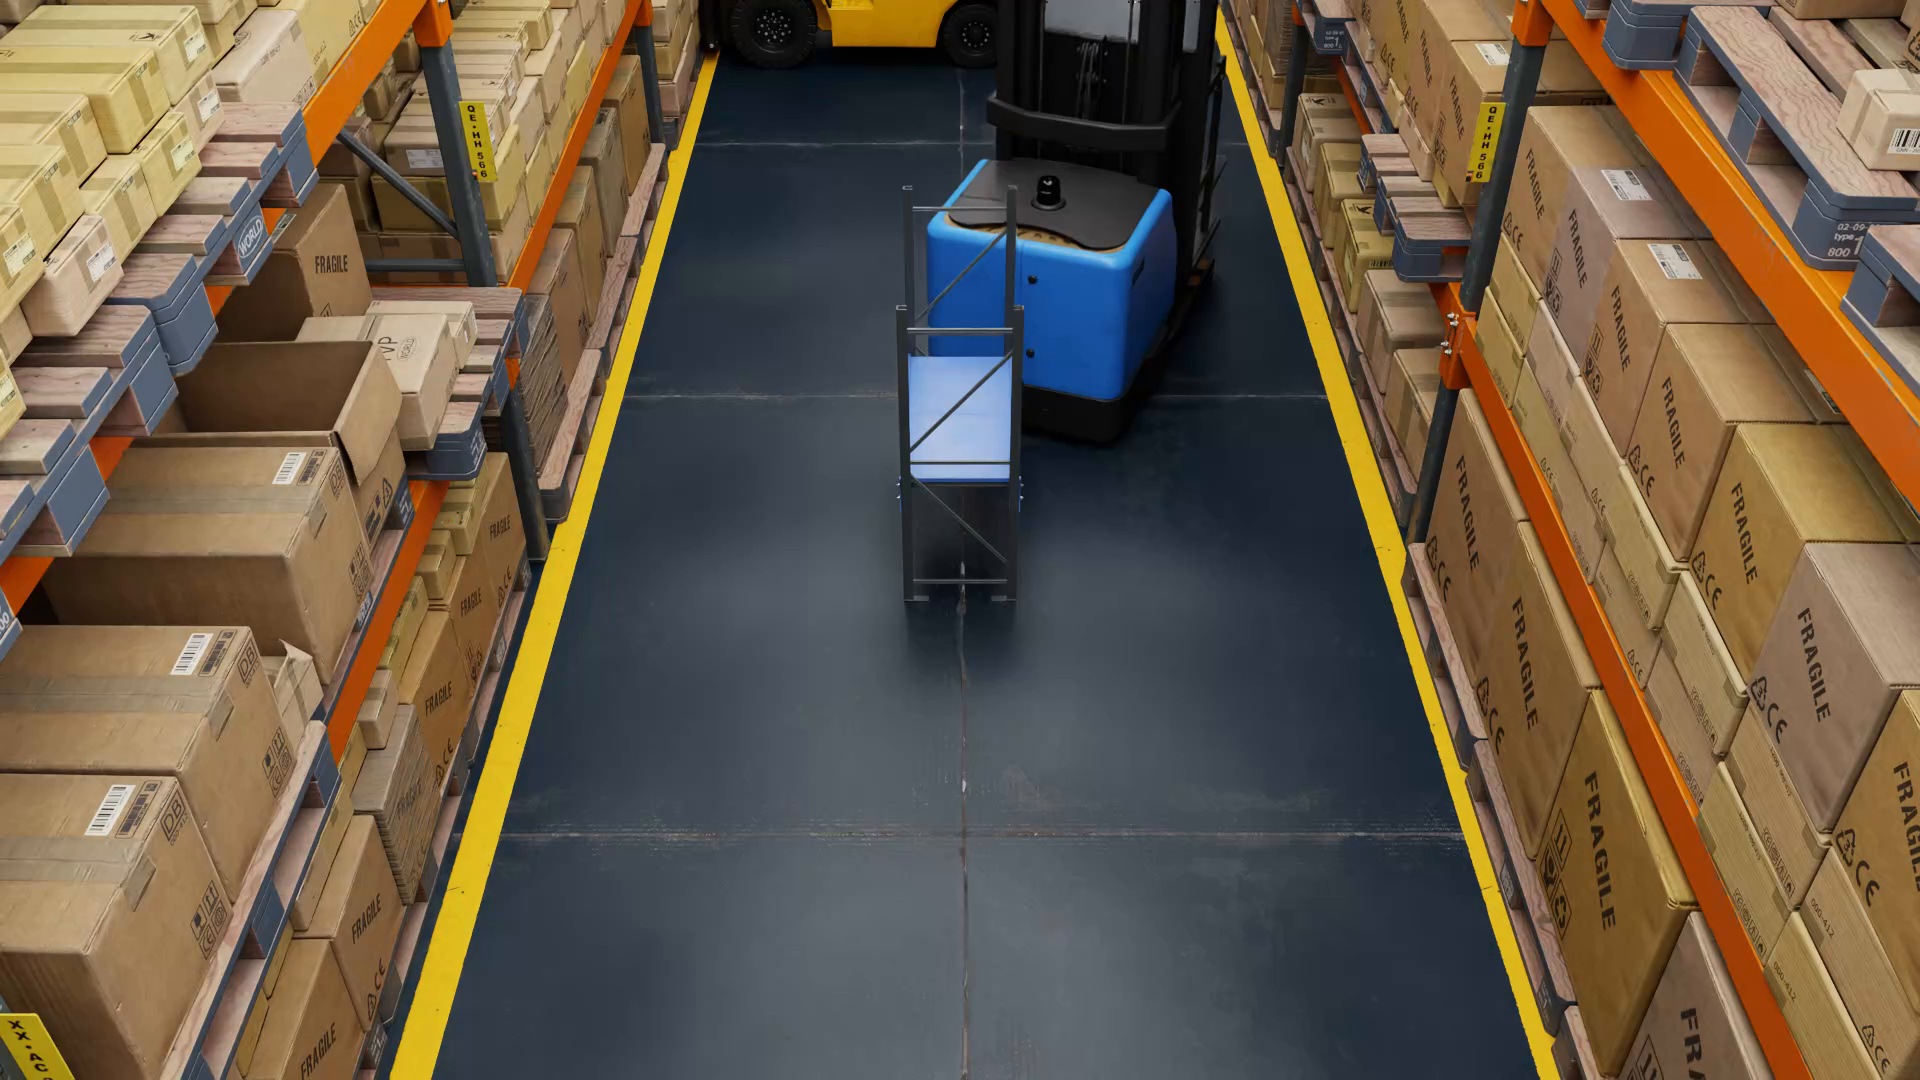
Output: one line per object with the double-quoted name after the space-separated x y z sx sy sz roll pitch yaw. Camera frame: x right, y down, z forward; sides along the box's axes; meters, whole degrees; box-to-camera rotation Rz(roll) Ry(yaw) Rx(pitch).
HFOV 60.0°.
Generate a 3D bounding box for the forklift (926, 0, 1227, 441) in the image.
0.818 -2.558 8.599 1.130 2.935 3.031 13 41 16 "forklift"

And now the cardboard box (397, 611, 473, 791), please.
-2.190 0.611 6.253 0.500 0.500 0.500 2 39 2 "cardboard box"

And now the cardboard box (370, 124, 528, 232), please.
-2.130 -1.520 6.968 0.500 0.250 0.500 0 39 0 "cardboard box"

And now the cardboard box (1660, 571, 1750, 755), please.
2.311 0.341 4.646 0.500 0.250 0.500 1 39 1 "cardboard box"

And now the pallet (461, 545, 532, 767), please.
-2.436 0.450 7.020 1.003 0.211 1.213 0 39 0 "pallet"

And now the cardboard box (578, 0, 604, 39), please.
-2.145 -2.795 8.560 0.500 0.250 0.500 1 39 1 "cardboard box"

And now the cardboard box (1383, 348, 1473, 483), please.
2.574 -0.603 7.870 0.950 0.372 0.625 -2 39 -3 "cardboard box"

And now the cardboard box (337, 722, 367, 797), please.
-2.222 0.744 5.567 0.380 0.149 0.250 0 39 0 "cardboard box"

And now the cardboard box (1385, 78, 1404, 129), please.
2.205 -2.037 7.758 0.380 0.149 0.250 1 39 1 "cardboard box"

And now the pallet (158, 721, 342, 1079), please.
-2.286 0.971 4.293 1.003 0.211 1.213 0 39 0 "pallet"

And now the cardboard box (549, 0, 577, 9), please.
-2.072 -2.721 8.148 0.380 0.149 0.250 -1 39 -1 "cardboard box"

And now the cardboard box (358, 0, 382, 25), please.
-2.155 -1.897 5.440 0.500 0.250 0.500 -1 39 -2 "cardboard box"

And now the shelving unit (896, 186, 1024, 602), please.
0.000 -0.639 7.348 0.538 1.500 1.048 0 39 0 "shelving unit"

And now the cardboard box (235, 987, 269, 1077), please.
-2.218 1.396 4.754 0.380 0.149 0.250 -2 39 -2 "cardboard box"

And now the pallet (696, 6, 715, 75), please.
-2.367 -3.781 12.299 1.003 0.211 1.213 0 39 0 "pallet"

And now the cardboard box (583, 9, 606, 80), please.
-2.165 -2.609 8.726 0.500 0.250 0.500 0 39 0 "cardboard box"

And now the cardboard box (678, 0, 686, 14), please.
-2.081 -3.711 11.045 0.500 0.250 0.500 0 39 0 "cardboard box"

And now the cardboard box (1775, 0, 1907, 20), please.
2.756 -1.866 4.865 0.700 0.500 0.500 -2 39 -2 "cardboard box"

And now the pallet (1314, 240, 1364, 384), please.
2.567 -1.273 9.170 1.003 0.211 1.213 0 39 0 "pallet"

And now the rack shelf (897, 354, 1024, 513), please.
0.000 -0.498 7.460 0.538 0.185 1.000 0 39 0 "rack shelf"

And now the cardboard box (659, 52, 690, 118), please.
-2.073 -3.001 10.959 0.500 0.250 0.500 0 39 0 "cardboard box"

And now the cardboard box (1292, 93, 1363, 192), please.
2.563 -2.423 10.141 0.950 0.372 0.625 0 39 1 "cardboard box"

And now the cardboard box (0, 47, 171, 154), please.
-2.026 -0.988 3.733 0.380 0.149 0.250 0 39 0 "cardboard box"

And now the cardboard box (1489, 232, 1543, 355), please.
2.318 -0.931 6.233 0.500 0.250 0.500 0 39 0 "cardboard box"

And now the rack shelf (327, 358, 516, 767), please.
-2.397 0.426 5.395 1.077 0.370 4.000 0 39 0 "rack shelf"

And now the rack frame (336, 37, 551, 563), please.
-2.399 -1.106 6.731 1.000 3.000 0.127 0 39 0 "rack frame"

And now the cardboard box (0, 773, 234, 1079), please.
-2.171 0.890 3.825 0.700 0.500 0.500 1 39 1 "cardboard box"

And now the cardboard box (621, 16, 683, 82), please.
-2.095 -3.196 10.802 0.500 0.250 0.500 0 39 0 "cardboard box"

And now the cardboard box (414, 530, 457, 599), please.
-2.157 0.097 6.375 0.380 0.149 0.250 -1 39 -2 "cardboard box"

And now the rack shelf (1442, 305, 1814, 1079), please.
2.567 0.420 5.403 1.077 0.370 4.000 0 39 0 "rack shelf"

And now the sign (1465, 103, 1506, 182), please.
2.022 -1.526 6.393 0.100 0.325 0.005 0 39 0 "sign"

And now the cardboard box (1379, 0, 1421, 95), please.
2.273 -2.353 7.634 0.500 0.500 0.500 -3 39 -3 "cardboard box"

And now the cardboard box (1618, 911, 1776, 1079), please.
2.489 1.667 4.634 0.875 0.875 0.875 1 39 1 "cardboard box"

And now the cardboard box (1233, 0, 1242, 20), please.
2.286 -4.040 12.256 0.500 0.250 0.500 2 39 3 "cardboard box"

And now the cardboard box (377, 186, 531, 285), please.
-2.155 -1.325 7.124 0.500 0.250 0.500 0 39 0 "cardboard box"

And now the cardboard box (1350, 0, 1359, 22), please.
2.272 -2.839 8.759 0.380 0.149 0.250 1 39 1 "cardboard box"

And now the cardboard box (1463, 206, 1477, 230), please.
2.329 -1.382 6.941 0.380 0.149 0.250 1 39 2 "cardboard box"

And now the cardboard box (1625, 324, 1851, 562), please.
2.313 -0.283 4.825 0.500 0.500 0.500 1 39 1 "cardboard box"

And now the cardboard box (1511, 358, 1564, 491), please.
2.332 -0.426 6.002 0.500 0.250 0.500 -1 39 -1 "cardboard box"

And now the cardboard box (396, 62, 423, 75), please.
-2.677 -2.156 7.762 0.500 0.250 0.500 0 39 0 "cardboard box"

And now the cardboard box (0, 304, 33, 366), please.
-2.061 -0.387 3.221 0.380 0.149 0.250 0 39 0 "cardboard box"

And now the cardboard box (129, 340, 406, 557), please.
-2.212 -0.289 5.294 0.797 0.503 0.637 -1 39 -1 "cardboard box"

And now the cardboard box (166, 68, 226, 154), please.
-2.024 -1.028 4.020 0.380 0.149 0.250 1 39 1 "cardboard box"

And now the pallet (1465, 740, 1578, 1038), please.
2.489 1.231 6.045 1.003 0.211 1.213 0 39 0 "pallet"

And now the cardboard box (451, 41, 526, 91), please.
-2.145 -2.088 7.359 0.380 0.149 0.250 0 39 0 "cardboard box"

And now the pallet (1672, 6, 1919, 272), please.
2.623 -1.106 4.484 1.003 0.211 1.213 2 39 2 "pallet"

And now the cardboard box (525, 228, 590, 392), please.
-2.394 -1.141 8.339 0.875 0.625 0.625 1 39 1 "cardboard box"

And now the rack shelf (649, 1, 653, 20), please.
-2.406 -4.577 11.638 1.077 0.370 4.000 0 39 0 "rack shelf"

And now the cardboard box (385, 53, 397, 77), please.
-2.723 -2.080 7.348 0.380 0.149 0.250 -1 39 -1 "cardboard box"

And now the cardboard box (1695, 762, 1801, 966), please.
2.317 0.850 4.411 0.500 0.250 0.500 -1 39 -1 "cardboard box"

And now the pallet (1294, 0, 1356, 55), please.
2.416 -3.060 9.323 1.003 0.211 1.213 0 39 0 "pallet"

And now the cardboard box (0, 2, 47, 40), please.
-2.665 -1.349 4.437 0.380 0.149 0.250 -1 39 -1 "cardboard box"
